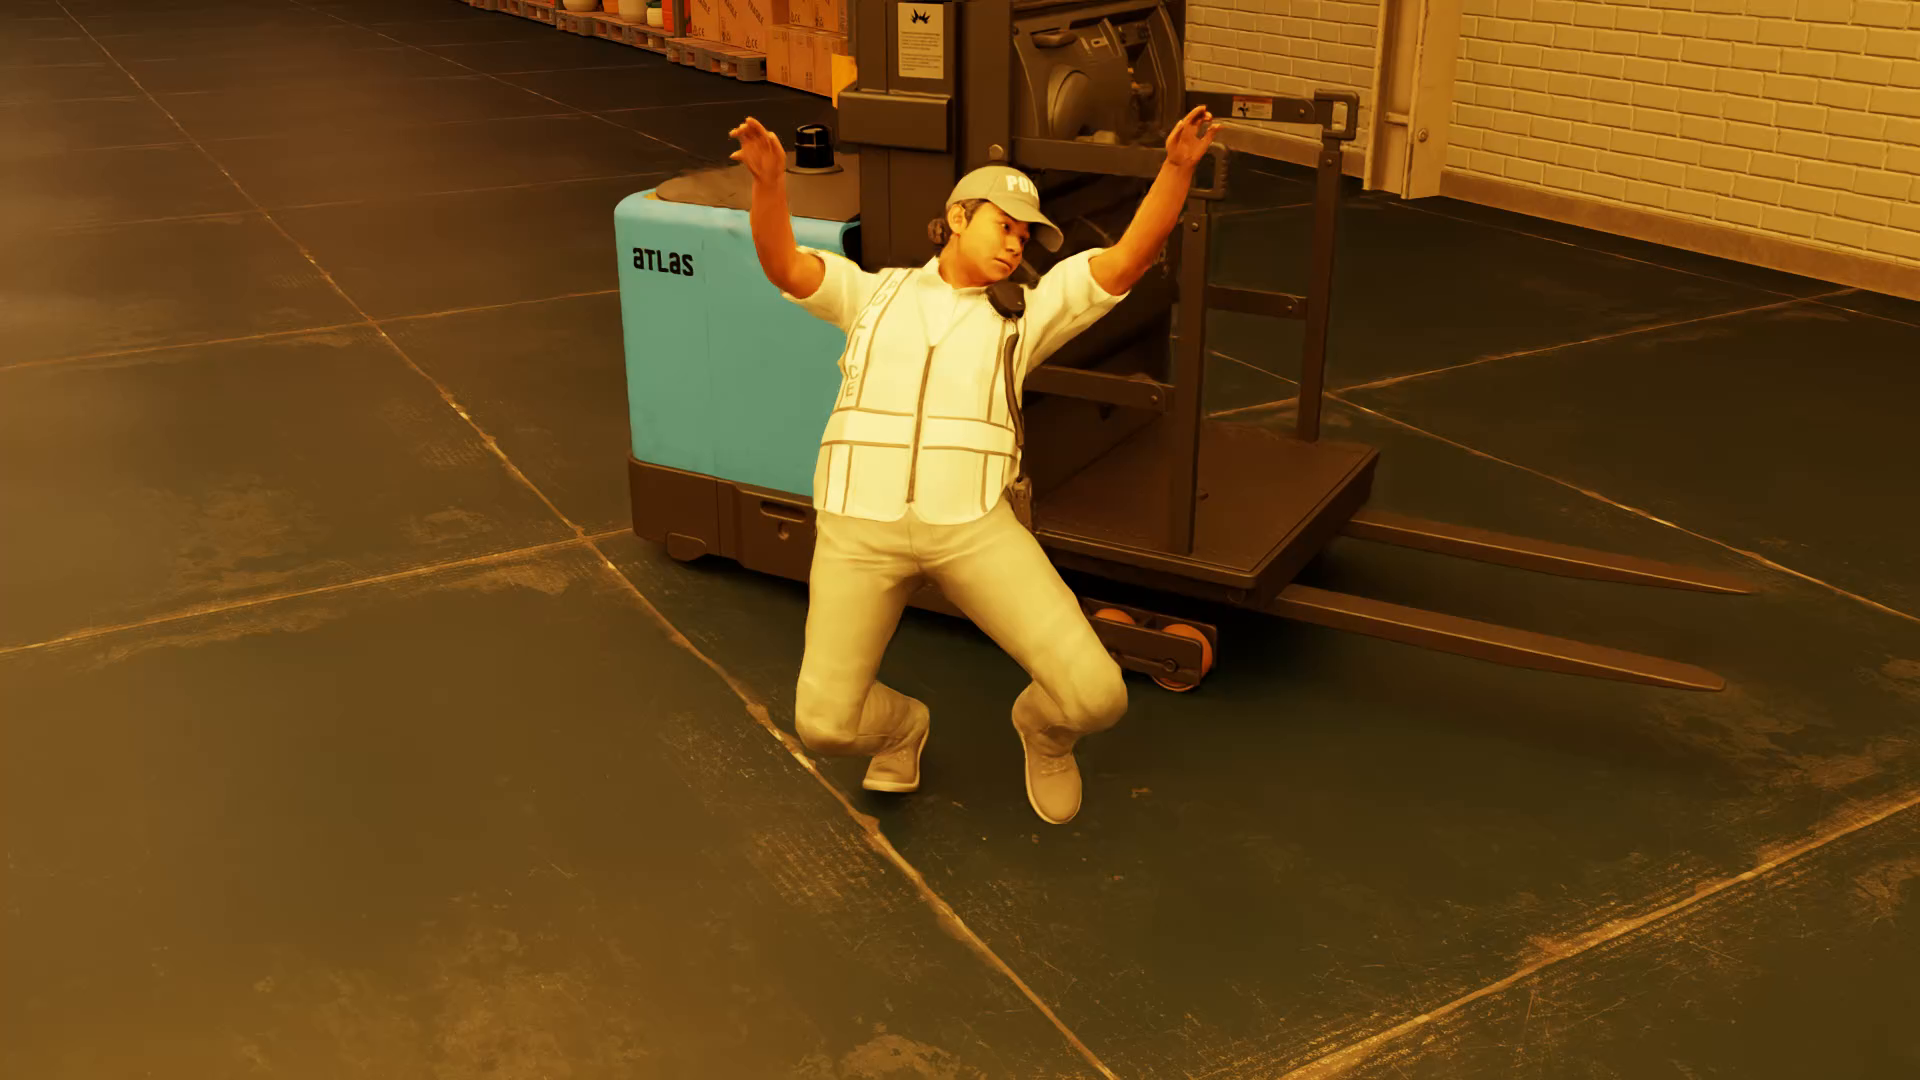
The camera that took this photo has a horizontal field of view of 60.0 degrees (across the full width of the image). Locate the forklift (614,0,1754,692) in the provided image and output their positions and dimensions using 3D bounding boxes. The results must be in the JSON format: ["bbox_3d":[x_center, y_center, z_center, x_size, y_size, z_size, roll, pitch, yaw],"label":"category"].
[{"bbox_3d":[0.552,-1.204,4.208,3.031,2.935,1.130,12,25,27],"label":"forklift"}]

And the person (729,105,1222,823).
[{"bbox_3d":[0.045,-0.115,3.411,0.884,1.545,0.720,2,22,5],"label":"person"}]
